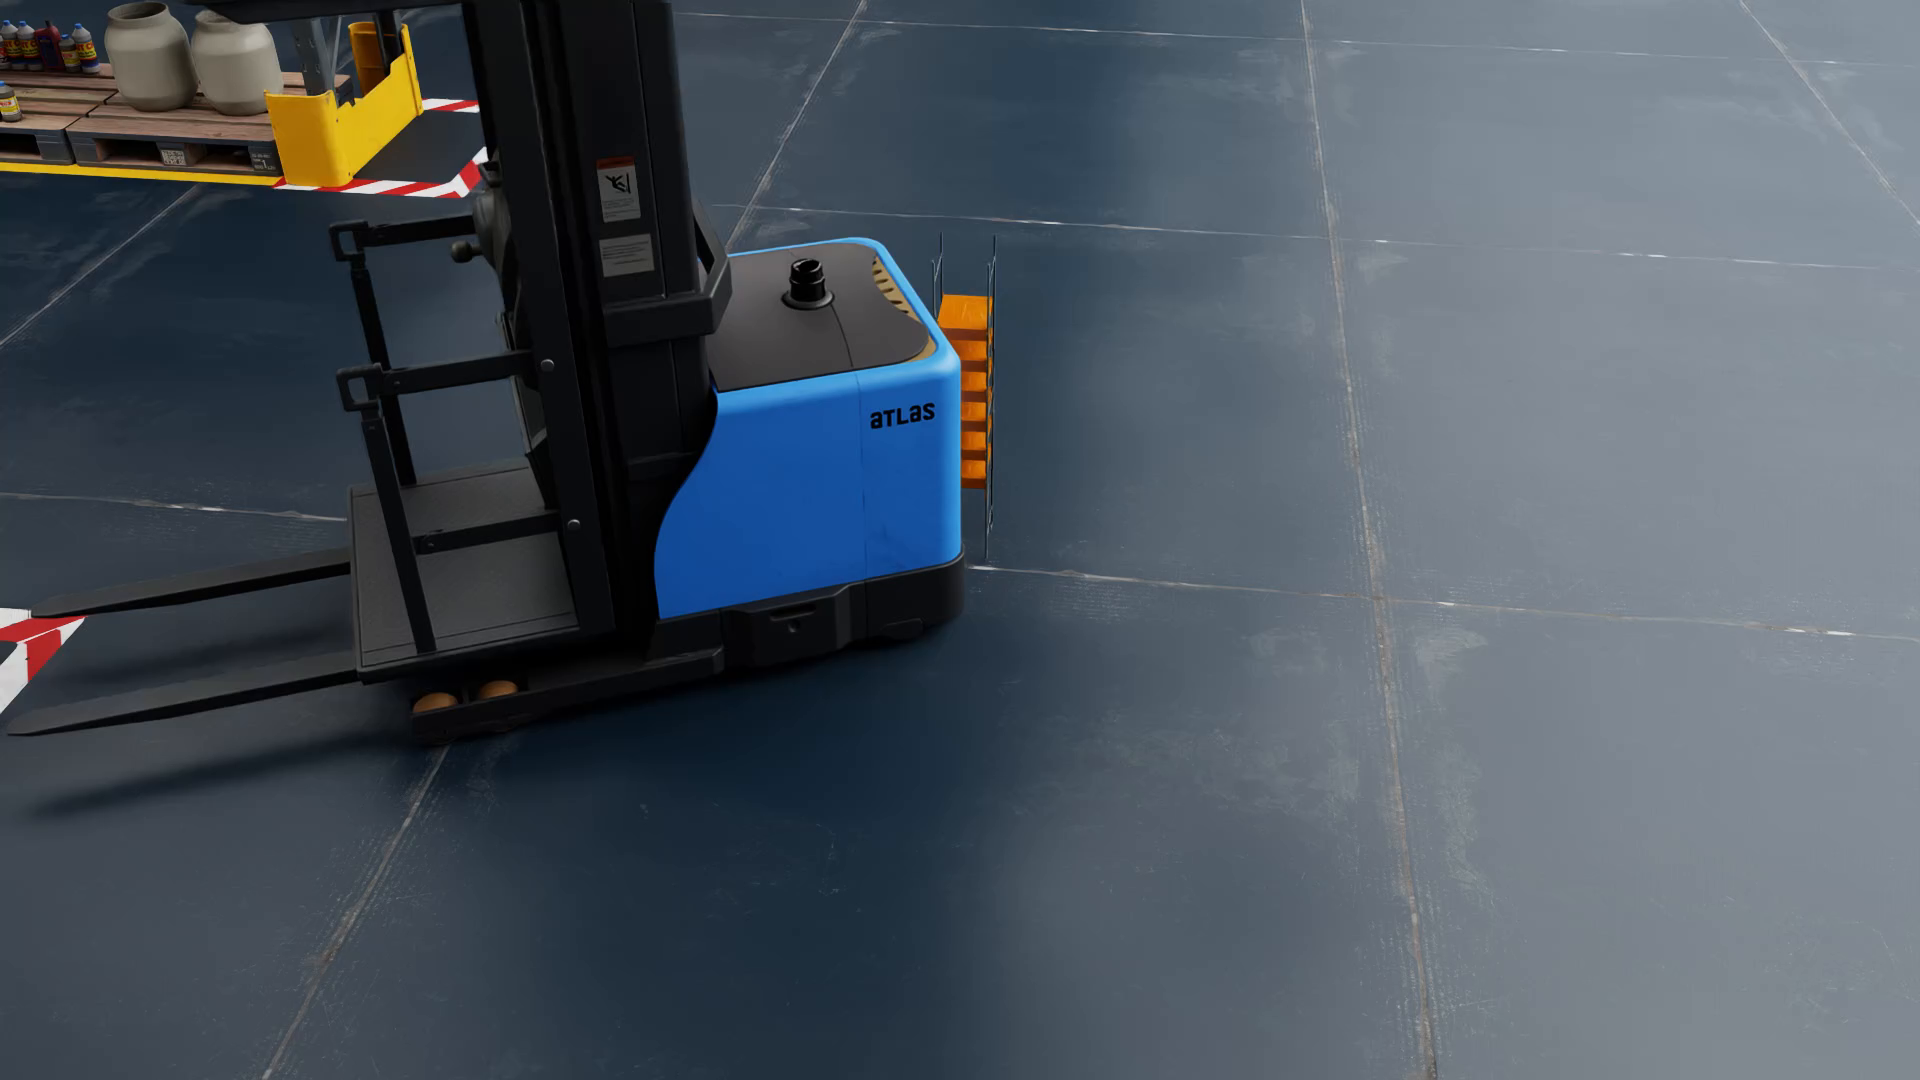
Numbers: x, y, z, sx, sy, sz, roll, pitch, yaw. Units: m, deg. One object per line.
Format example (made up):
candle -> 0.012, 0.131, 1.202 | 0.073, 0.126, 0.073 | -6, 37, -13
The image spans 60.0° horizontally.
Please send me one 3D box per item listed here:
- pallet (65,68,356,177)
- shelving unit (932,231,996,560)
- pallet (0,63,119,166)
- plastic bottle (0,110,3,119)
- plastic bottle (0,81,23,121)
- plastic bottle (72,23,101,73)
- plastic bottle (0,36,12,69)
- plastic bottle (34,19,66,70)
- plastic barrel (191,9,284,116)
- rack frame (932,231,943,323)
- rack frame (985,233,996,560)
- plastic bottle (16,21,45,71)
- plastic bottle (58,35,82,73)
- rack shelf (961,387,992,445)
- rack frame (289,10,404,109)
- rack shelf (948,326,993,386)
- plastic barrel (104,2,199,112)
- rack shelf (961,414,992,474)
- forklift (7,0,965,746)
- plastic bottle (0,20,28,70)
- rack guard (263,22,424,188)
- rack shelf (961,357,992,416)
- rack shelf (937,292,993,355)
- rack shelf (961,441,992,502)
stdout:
pallet -> -4.199, -2.378, 9.400 | 1.213, 0.211, 1.003 | 4, 36, 6
shelving unit -> 0.016, -0.488, 5.900 | 0.189, 1.200, 0.258 | 4, 36, 5
pallet -> -5.405, -2.470, 9.529 | 1.213, 0.211, 1.003 | 4, 36, 6
plastic bottle -> -5.308, -2.426, 9.027 | 0.133, 0.283, 0.061 | 5, 36, 7
plastic bottle -> -5.190, -2.395, 9.053 | 0.097, 0.201, 0.097 | 0, 36, 0
plastic bottle -> -5.071, -2.854, 9.636 | 0.097, 0.271, 0.097 | 0, 36, 0
plastic bottle -> -5.608, -2.865, 9.713 | 0.097, 0.201, 0.097 | 0, 36, 0
plastic bottle -> -5.293, -2.886, 9.671 | 0.133, 0.283, 0.061 | 5, 36, 7
plastic barrel -> -3.975, -2.634, 9.139 | 0.421, 0.512, 0.421 | 0, 36, 0
rack frame -> -0.075, -0.494, 5.909 | 0.006, 1.200, 0.240 | 4, 36, 5
rack frame -> 0.107, -0.483, 5.892 | 0.006, 1.200, 0.240 | 4, 36, 5
plastic bottle -> -5.411, -2.879, 9.672 | 0.097, 0.271, 0.097 | 0, 36, 0
plastic bottle -> -5.173, -2.833, 9.667 | 0.097, 0.201, 0.097 | 0, 36, 0
rack shelf -> 0.016, -0.452, 5.926 | 0.180, 0.103, 0.258 | 4, 36, 5
rack frame -> -3.312, -3.471, 8.532 | 0.127, 3.000, 1.000 | 4, 36, 6
rack shelf -> 0.016, -0.647, 5.786 | 0.180, 0.103, 0.258 | 4, 36, 5
plastic barrel -> -4.472, -2.671, 9.191 | 0.421, 0.512, 0.421 | 0, 36, 0
rack shelf -> 0.017, -0.355, 5.996 | 0.180, 0.103, 0.258 | 4, 36, 5
forklift -> -1.558, -0.882, 4.963 | 3.031, 2.935, 1.130 | -11, 37, -15
plastic bottle -> -5.510, -2.886, 9.682 | 0.097, 0.271, 0.097 | 0, 36, 0
rack guard -> -3.393, -2.432, 9.228 | 0.348, 0.500, 1.175 | 4, 36, 6
rack shelf -> 0.016, -0.550, 5.856 | 0.180, 0.103, 0.258 | 4, 36, 5
rack shelf -> 0.016, -0.745, 5.717 | 0.180, 0.103, 0.258 | 4, 36, 5
rack shelf -> 0.017, -0.257, 6.066 | 0.180, 0.103, 0.258 | 4, 36, 5
